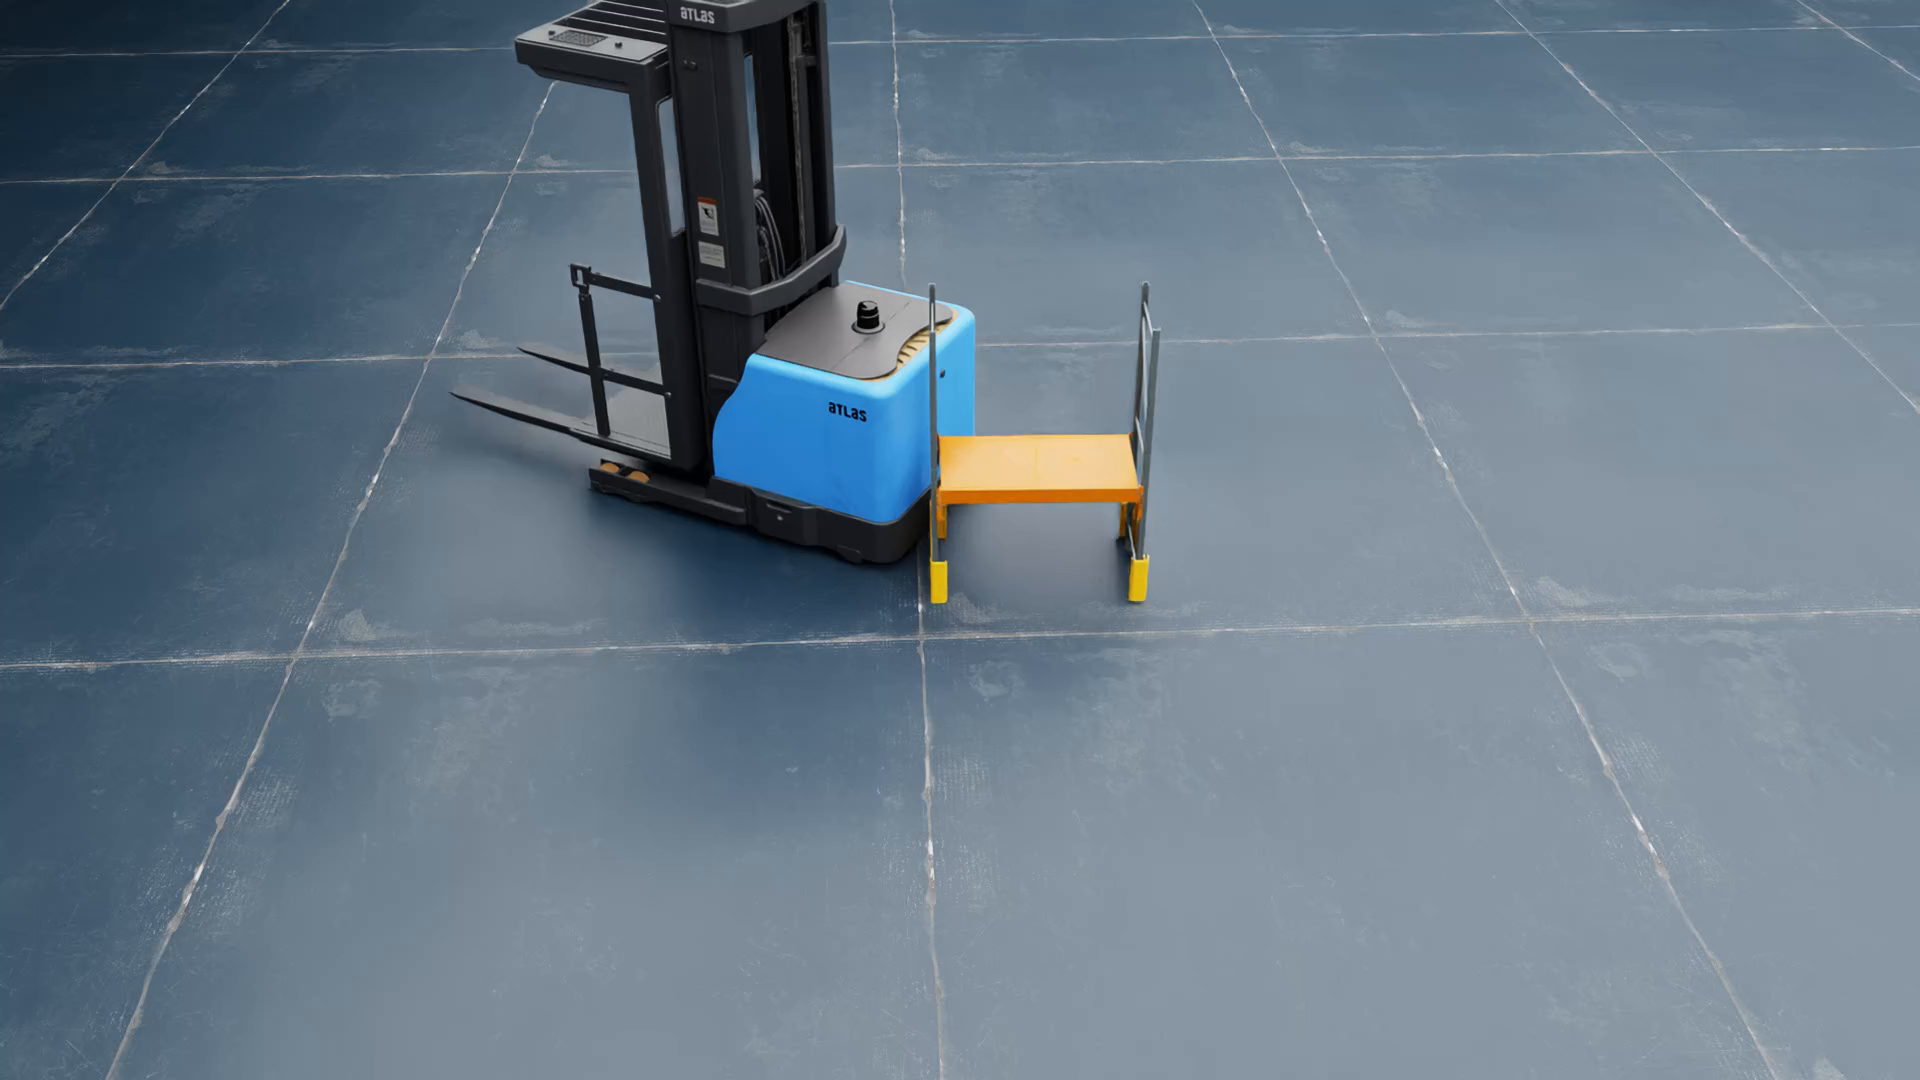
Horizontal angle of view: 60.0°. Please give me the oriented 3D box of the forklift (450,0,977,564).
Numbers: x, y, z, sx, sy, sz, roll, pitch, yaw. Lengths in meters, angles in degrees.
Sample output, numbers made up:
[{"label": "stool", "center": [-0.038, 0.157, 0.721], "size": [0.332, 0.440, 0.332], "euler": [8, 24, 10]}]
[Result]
[{"label": "forklift", "center": [-1.459, -1.661, 8.611], "size": [3.031, 2.935, 1.130], "euler": [16, 38, 22]}]

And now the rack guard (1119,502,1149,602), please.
[{"label": "rack guard", "center": [0.887, 0.041, 8.508], "size": [0.087, 0.250, 0.587], "euler": [-1, 35, -1]}]

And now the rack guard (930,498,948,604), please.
[{"label": "rack guard", "center": [-0.109, 0.050, 8.494], "size": [0.087, 0.250, 0.587], "euler": [-1, 35, -1]}]

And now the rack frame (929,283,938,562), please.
[{"label": "rack frame", "center": [-0.129, -0.463, 8.138], "size": [0.032, 1.500, 0.500], "euler": [-1, 35, -1]}]

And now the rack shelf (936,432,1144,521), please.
[{"label": "rack shelf", "center": [0.380, -0.320, 8.247], "size": [1.000, 0.185, 0.538], "euler": [-1, 35, -1]}]

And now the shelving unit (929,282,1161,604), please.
[{"label": "shelving unit", "center": [0.389, -0.468, 8.145], "size": [1.083, 1.500, 0.587], "euler": [-1, 35, -1]}]

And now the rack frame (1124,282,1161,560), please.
[{"label": "rack frame", "center": [0.888, -0.473, 8.152], "size": [0.032, 1.500, 0.500], "euler": [-1, 35, -1]}]
